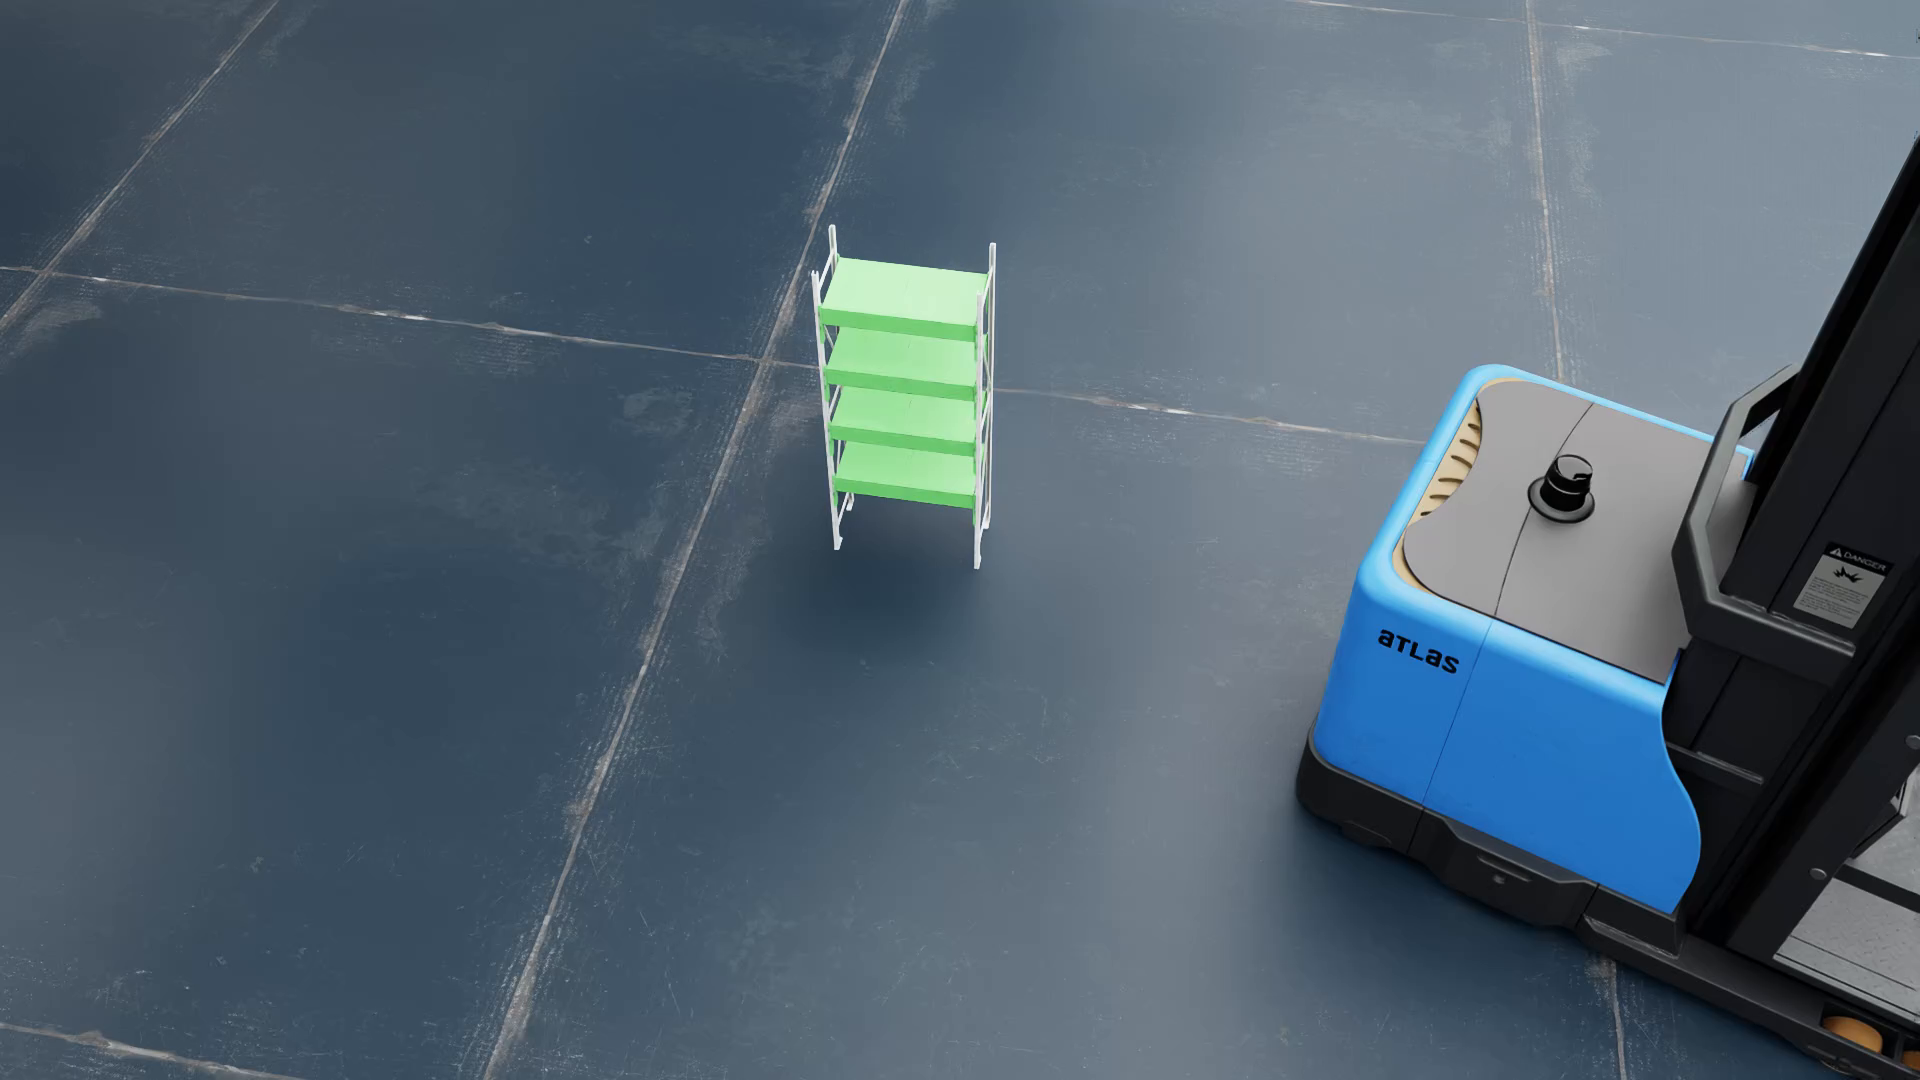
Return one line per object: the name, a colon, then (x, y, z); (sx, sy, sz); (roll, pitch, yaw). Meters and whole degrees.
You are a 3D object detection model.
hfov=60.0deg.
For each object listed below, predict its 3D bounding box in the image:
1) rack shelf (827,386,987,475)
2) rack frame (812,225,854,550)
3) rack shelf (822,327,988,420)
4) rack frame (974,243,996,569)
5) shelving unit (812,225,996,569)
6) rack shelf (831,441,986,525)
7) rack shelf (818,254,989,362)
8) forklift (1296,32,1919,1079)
rack shelf: (-0.163, -0.380, 5.371); (0.480, 0.148, 0.258); (8, 49, 7)
rack frame: (-0.403, -0.455, 5.352); (0.015, 1.200, 0.240); (8, 49, 7)
rack shelf: (-0.163, -0.541, 5.192); (0.480, 0.148, 0.258); (8, 49, 7)
rack frame: (0.077, -0.391, 5.294); (0.015, 1.200, 0.240); (8, 49, 7)
shelving unit: (-0.163, -0.423, 5.323); (0.503, 1.200, 0.258); (8, 49, 7)
rack shelf: (-0.163, -0.220, 5.549); (0.480, 0.148, 0.258); (8, 49, 7)
rack shelf: (-0.163, -0.701, 5.014); (0.480, 0.148, 0.258); (8, 49, 7)
forklift: (2.542, 0.067, 3.719); (3.031, 2.935, 1.130); (23, 52, 19)
